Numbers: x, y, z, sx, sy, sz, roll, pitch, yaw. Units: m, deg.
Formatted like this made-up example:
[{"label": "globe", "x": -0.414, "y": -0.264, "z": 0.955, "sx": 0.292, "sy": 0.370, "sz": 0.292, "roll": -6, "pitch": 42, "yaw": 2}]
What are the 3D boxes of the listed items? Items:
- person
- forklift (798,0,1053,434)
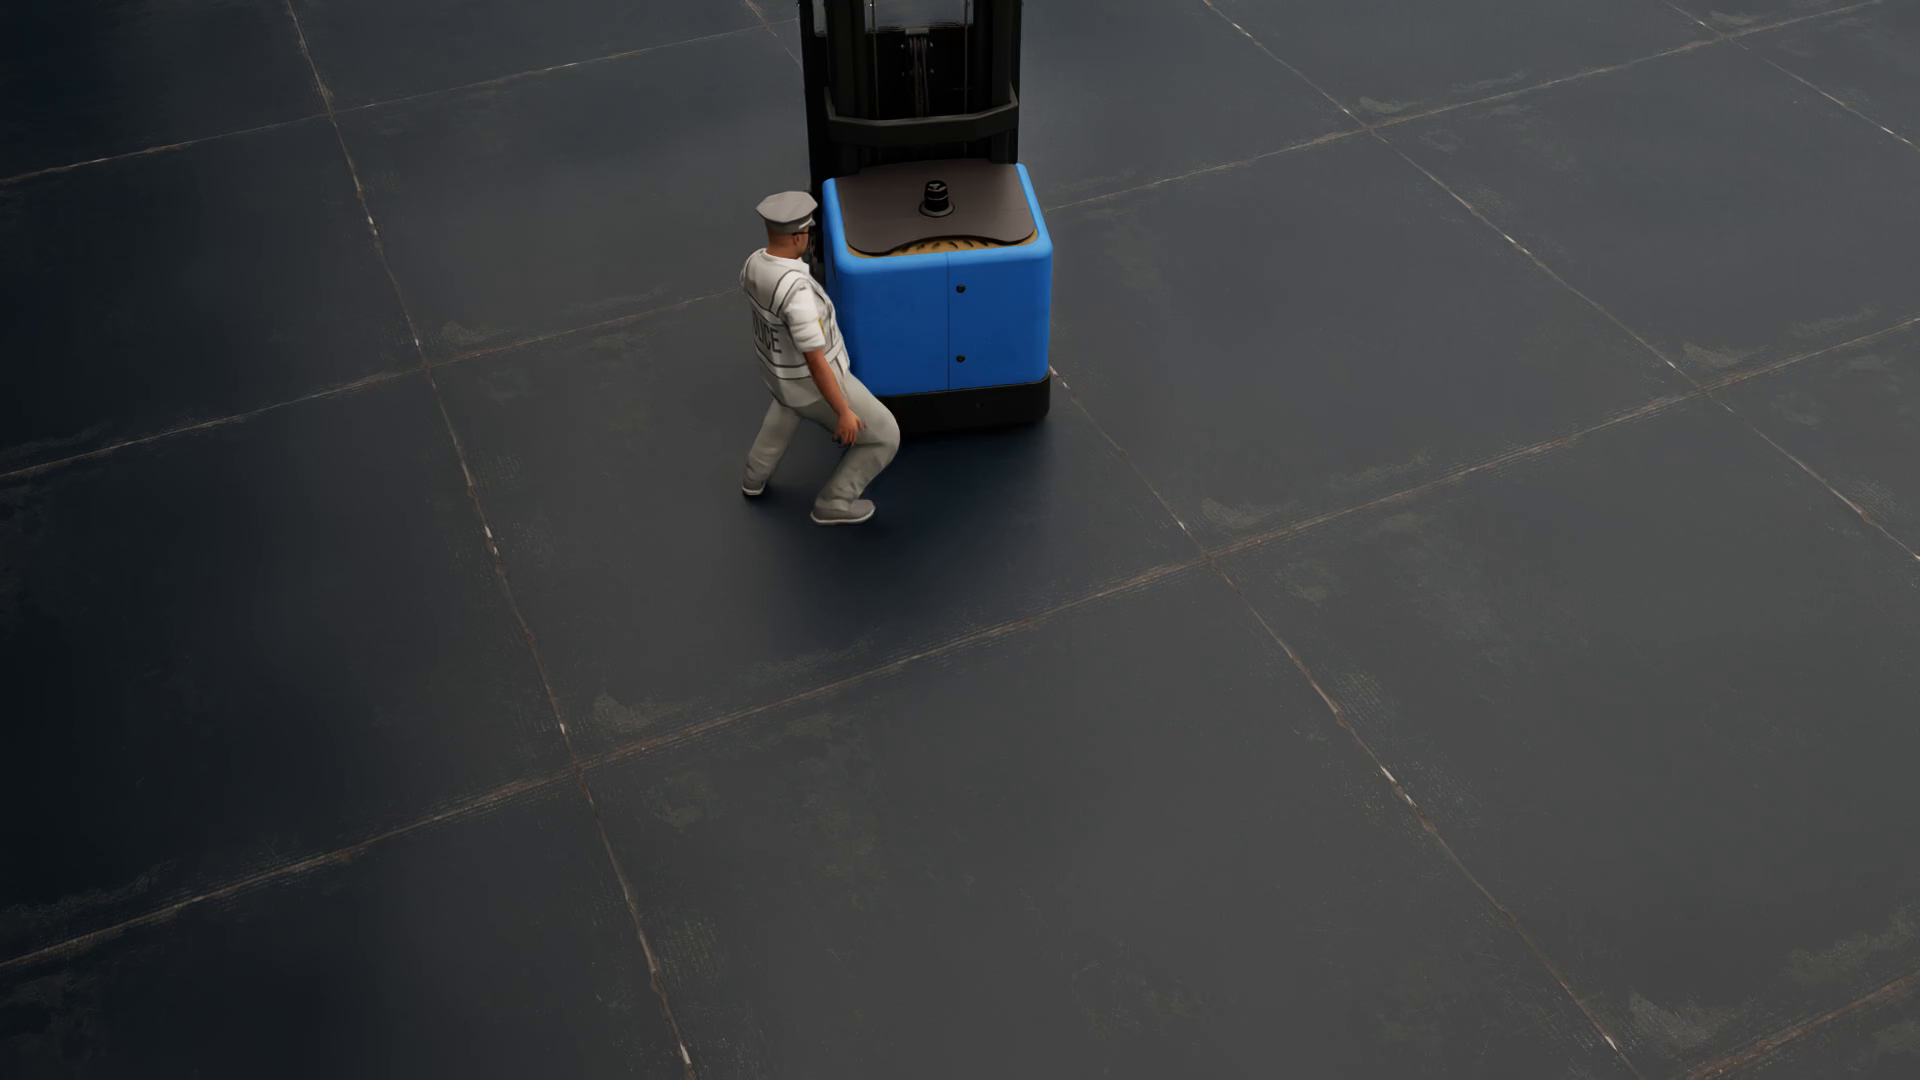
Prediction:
[{"label": "person", "x": -0.685, "y": -0.789, "z": 7.493, "sx": 0.603, "sy": 1.648, "sz": 0.947, "roll": -21, "pitch": 47, "yaw": -21}, {"label": "forklift", "x": -0.279, "y": -2.593, "z": 8.459, "sx": 1.130, "sy": 2.935, "sz": 3.031, "roll": -6, "pitch": 43, "yaw": -6}]
